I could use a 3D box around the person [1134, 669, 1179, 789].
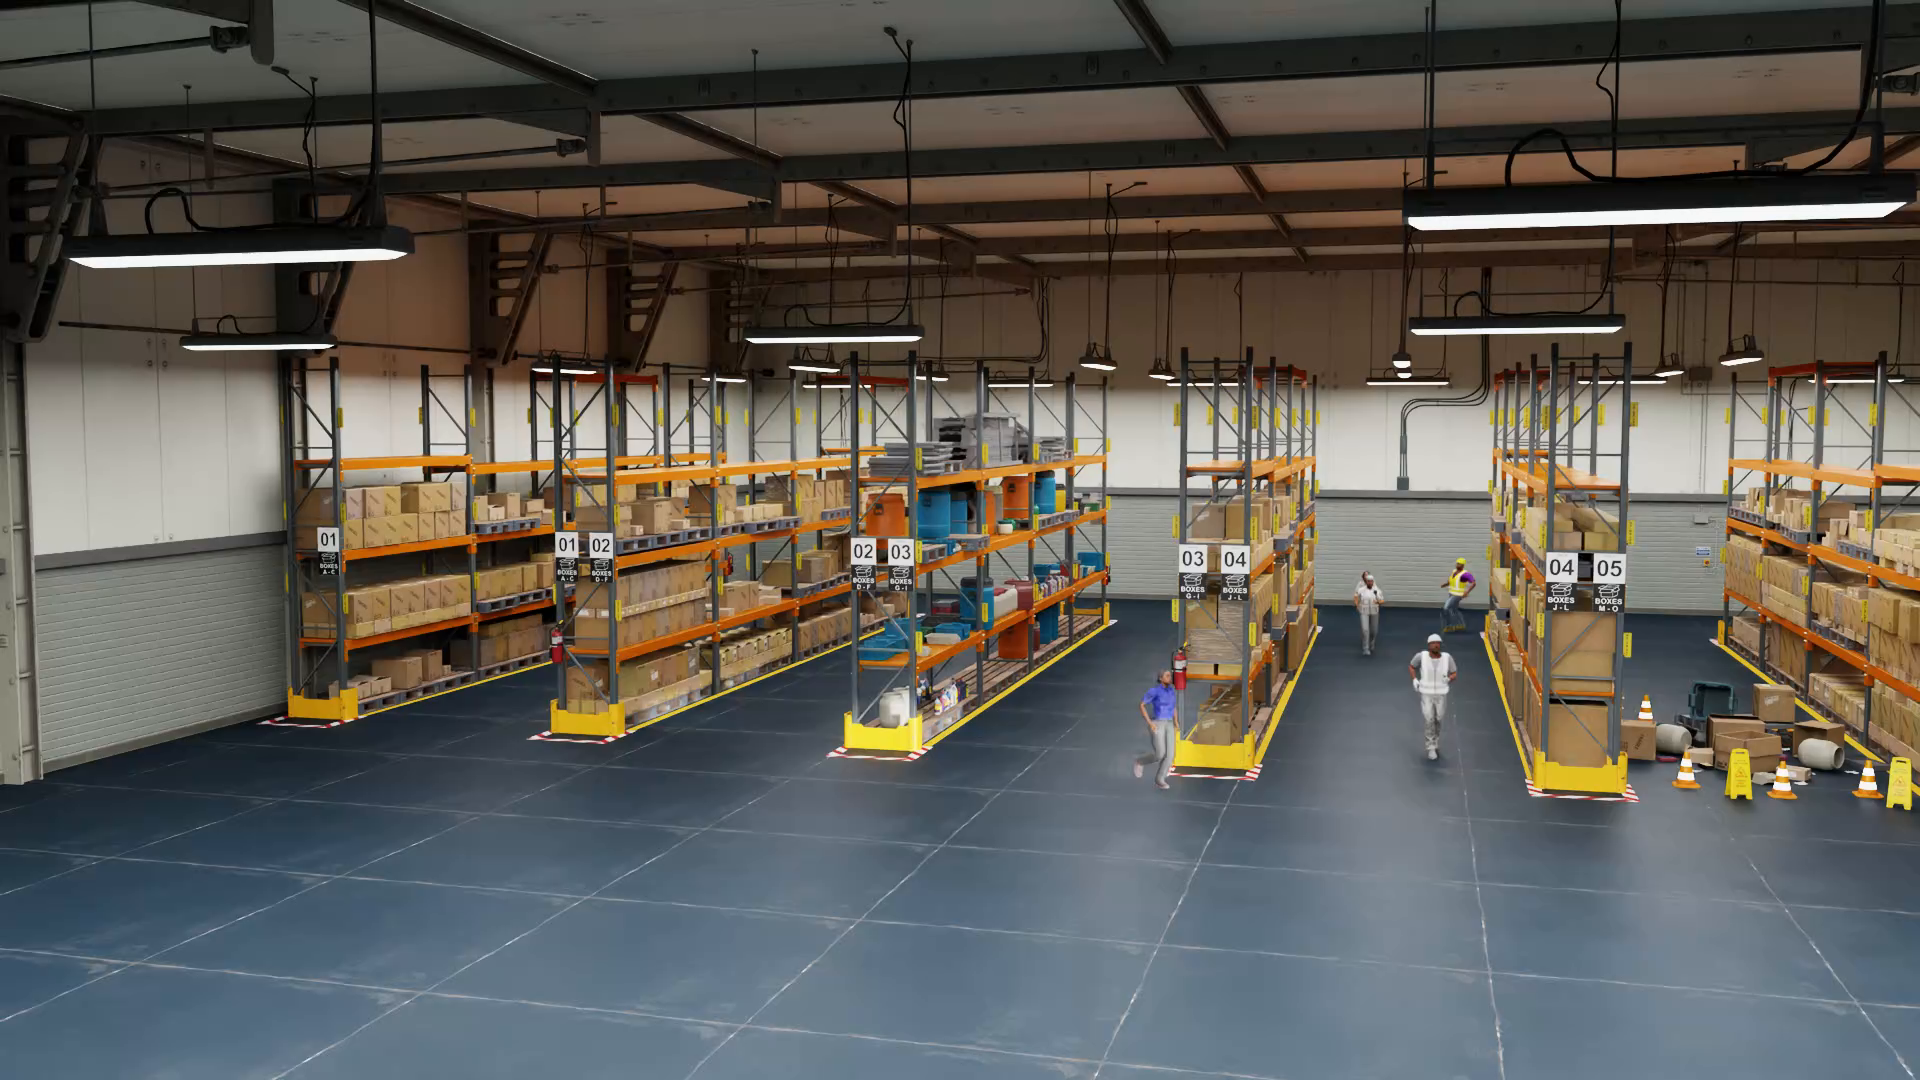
[{"bbox_3d":[2.742,2.549,22.672,0.636,1.590,0.605,-3,5,-38],"label":"person"}]

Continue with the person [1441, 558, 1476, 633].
[{"bbox_3d":[11.579,1.306,38.760,0.680,1.789,0.763,-1,4,-11],"label":"person"}]

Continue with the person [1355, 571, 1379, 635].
[{"bbox_3d":[9.231,1.467,37.689,0.569,1.554,0.491,1,4,9],"label":"person"}]

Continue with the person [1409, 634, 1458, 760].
[{"bbox_3d":[7.038,2.291,24.694,0.680,1.800,0.845,0,4,7],"label":"person"}]

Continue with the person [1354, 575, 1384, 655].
[{"bbox_3d":[8.683,1.568,35.289,0.609,1.648,0.930,1,4,7],"label":"person"}]
